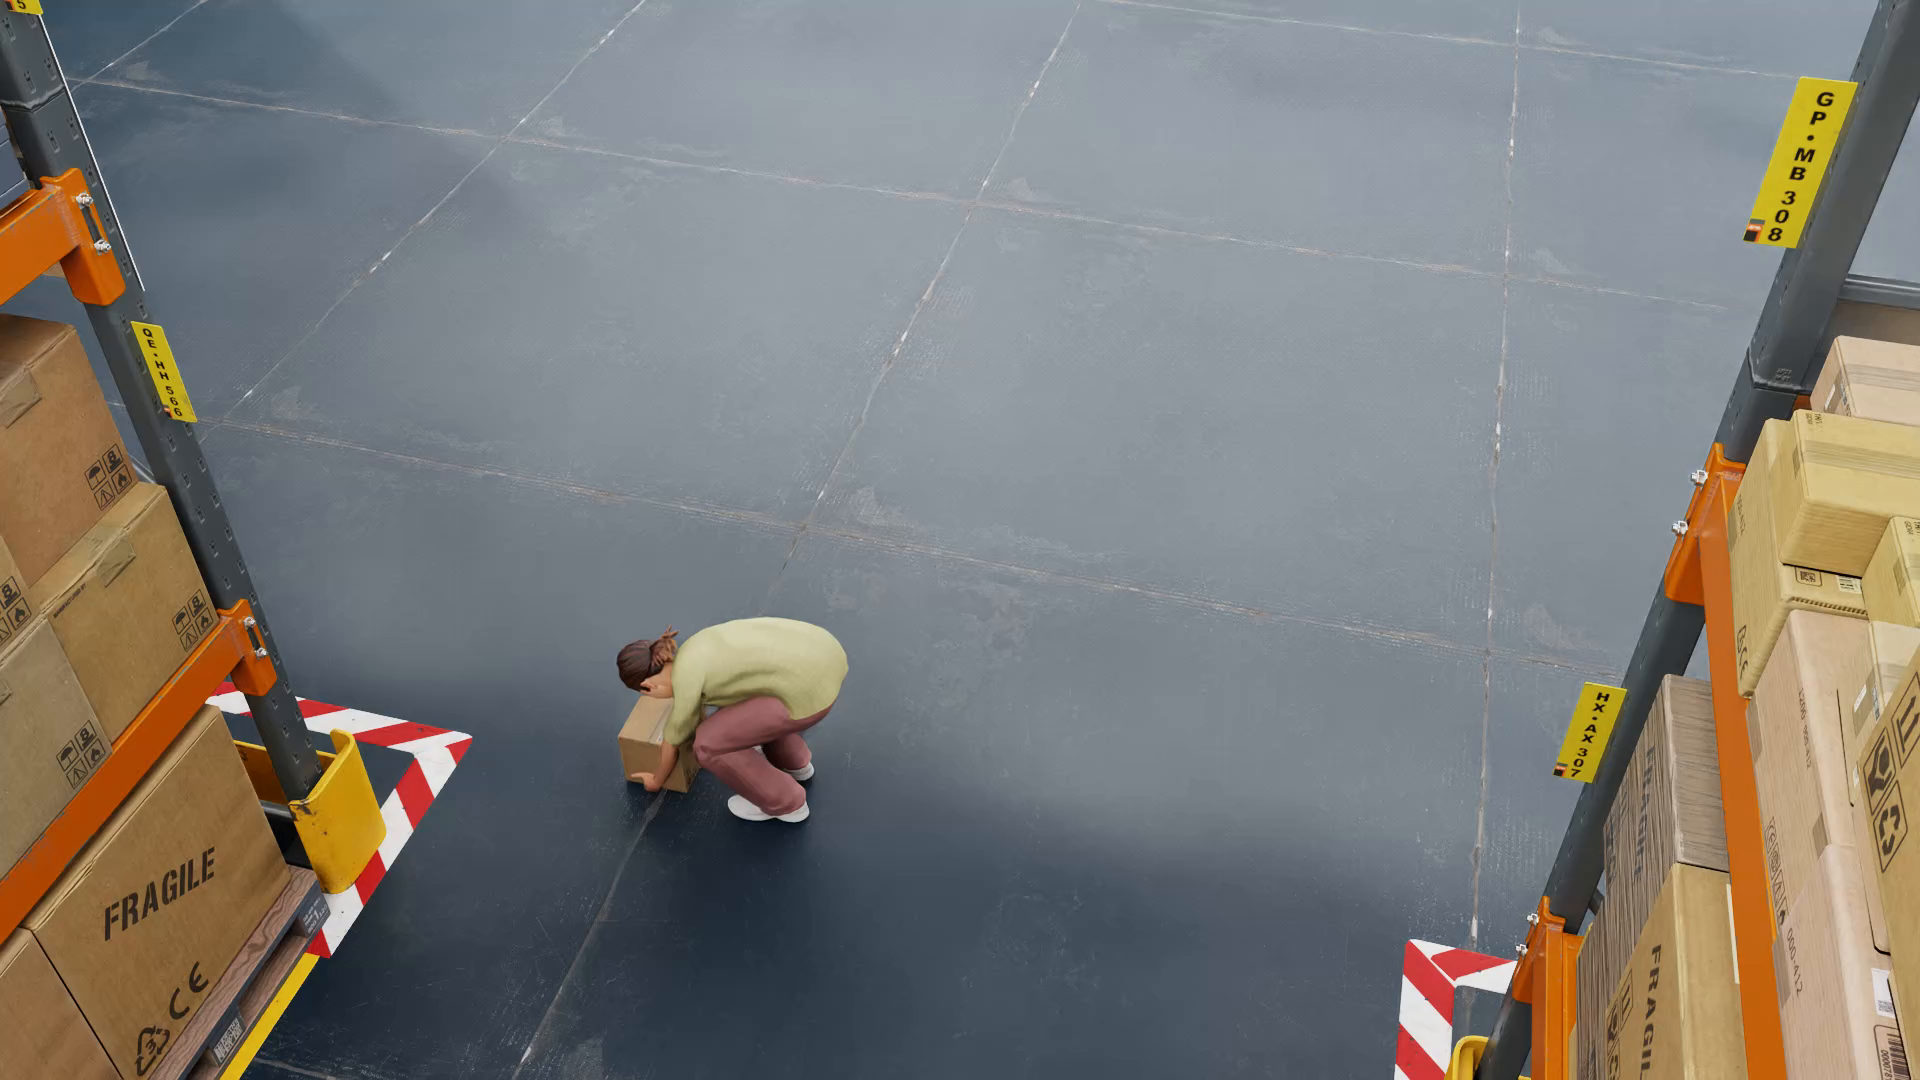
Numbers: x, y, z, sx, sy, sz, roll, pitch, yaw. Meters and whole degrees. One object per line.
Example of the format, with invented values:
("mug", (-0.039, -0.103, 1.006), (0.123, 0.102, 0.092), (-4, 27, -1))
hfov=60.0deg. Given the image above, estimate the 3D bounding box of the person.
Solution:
("person", (-0.832, 0.633, 6.101), (0.857, 0.827, 0.470), (8, 42, 10))
